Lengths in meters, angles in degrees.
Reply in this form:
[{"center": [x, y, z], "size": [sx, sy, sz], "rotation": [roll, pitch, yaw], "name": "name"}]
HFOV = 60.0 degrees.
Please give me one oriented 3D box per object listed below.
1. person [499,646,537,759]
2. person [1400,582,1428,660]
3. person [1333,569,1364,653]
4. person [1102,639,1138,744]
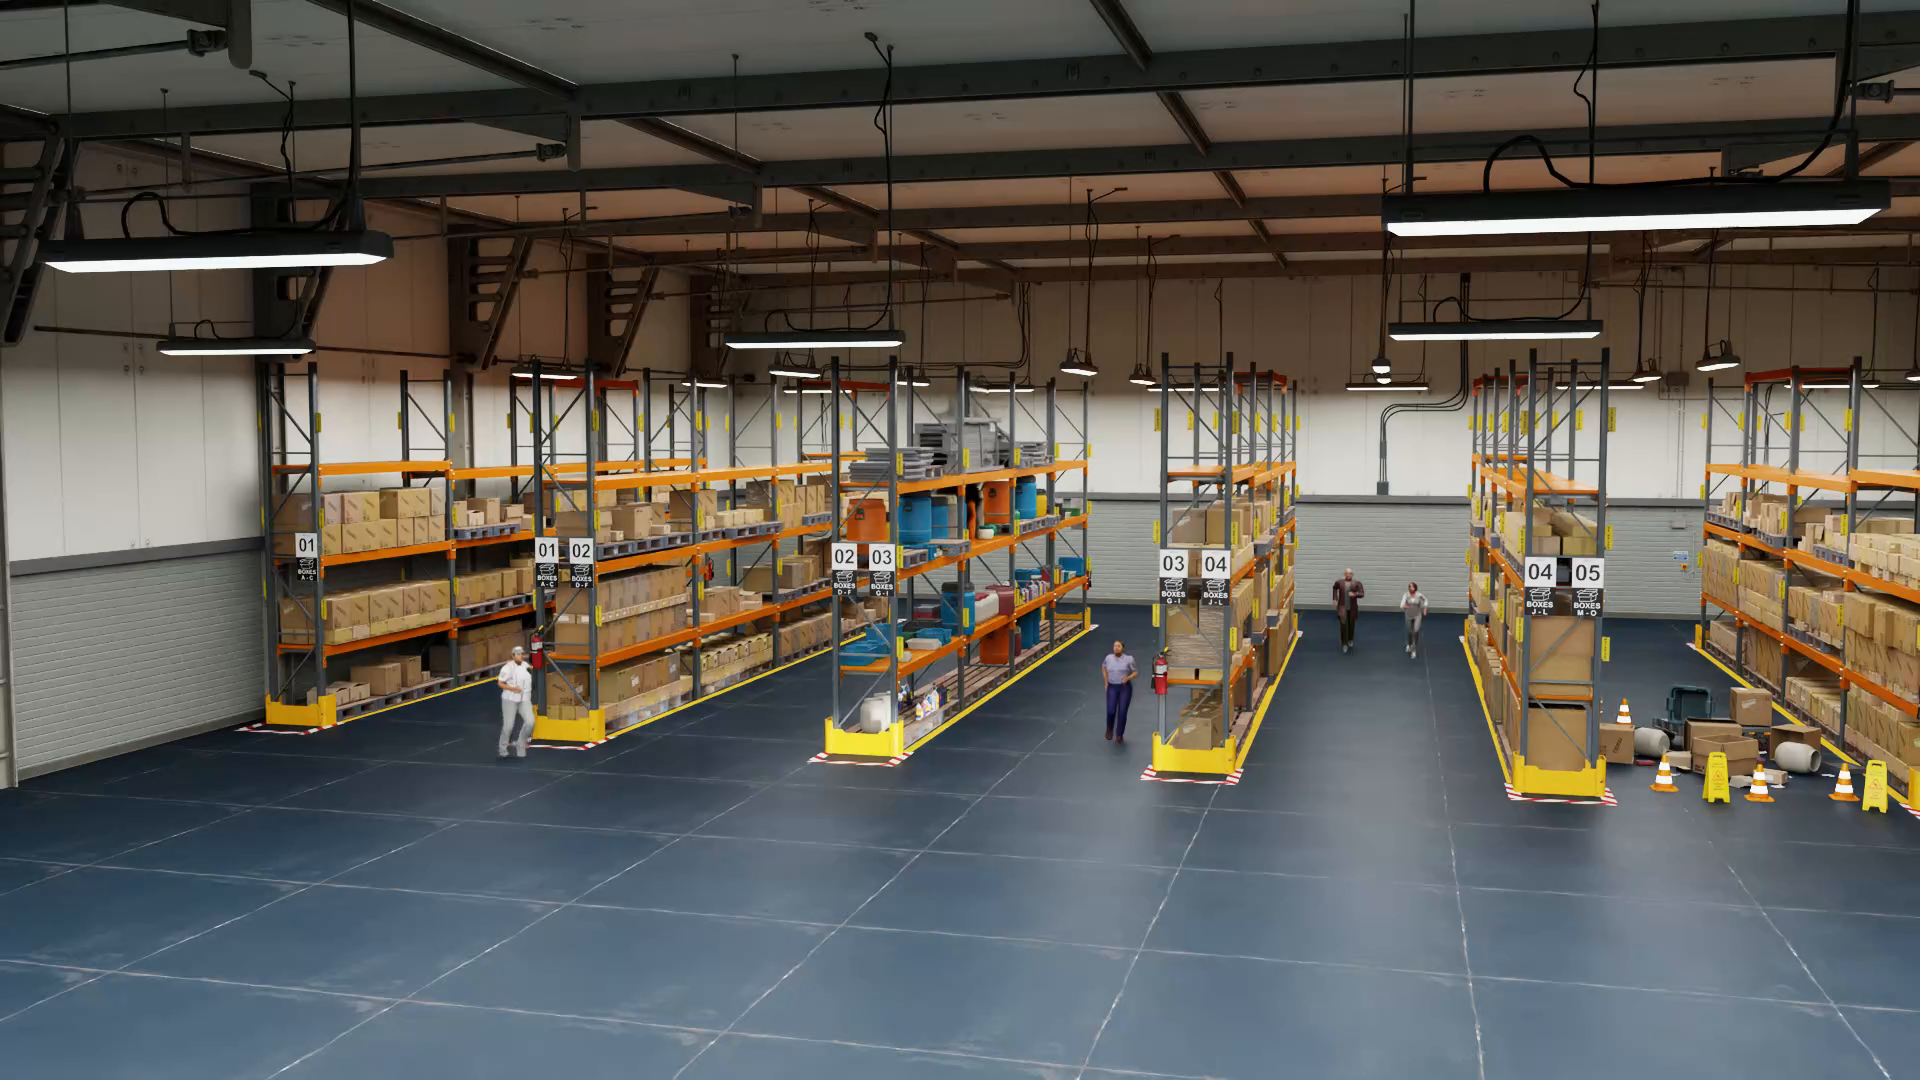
[{"center": [-6.606, 2.436, 24.899], "size": [0.610, 1.717, 0.658], "rotation": [-3, 5, -40], "name": "person"}, {"center": [9.693, 1.751, 35.533], "size": [0.550, 1.535, 0.863], "rotation": [1, 4, 19], "name": "person"}, {"center": [8.510, 1.516, 36.465], "size": [0.691, 1.788, 1.046], "rotation": [1, 4, 14], "name": "person"}, {"center": [2.479, 2.374, 25.941], "size": [0.579, 1.649, 0.651], "rotation": [1, 4, 12], "name": "person"}]
